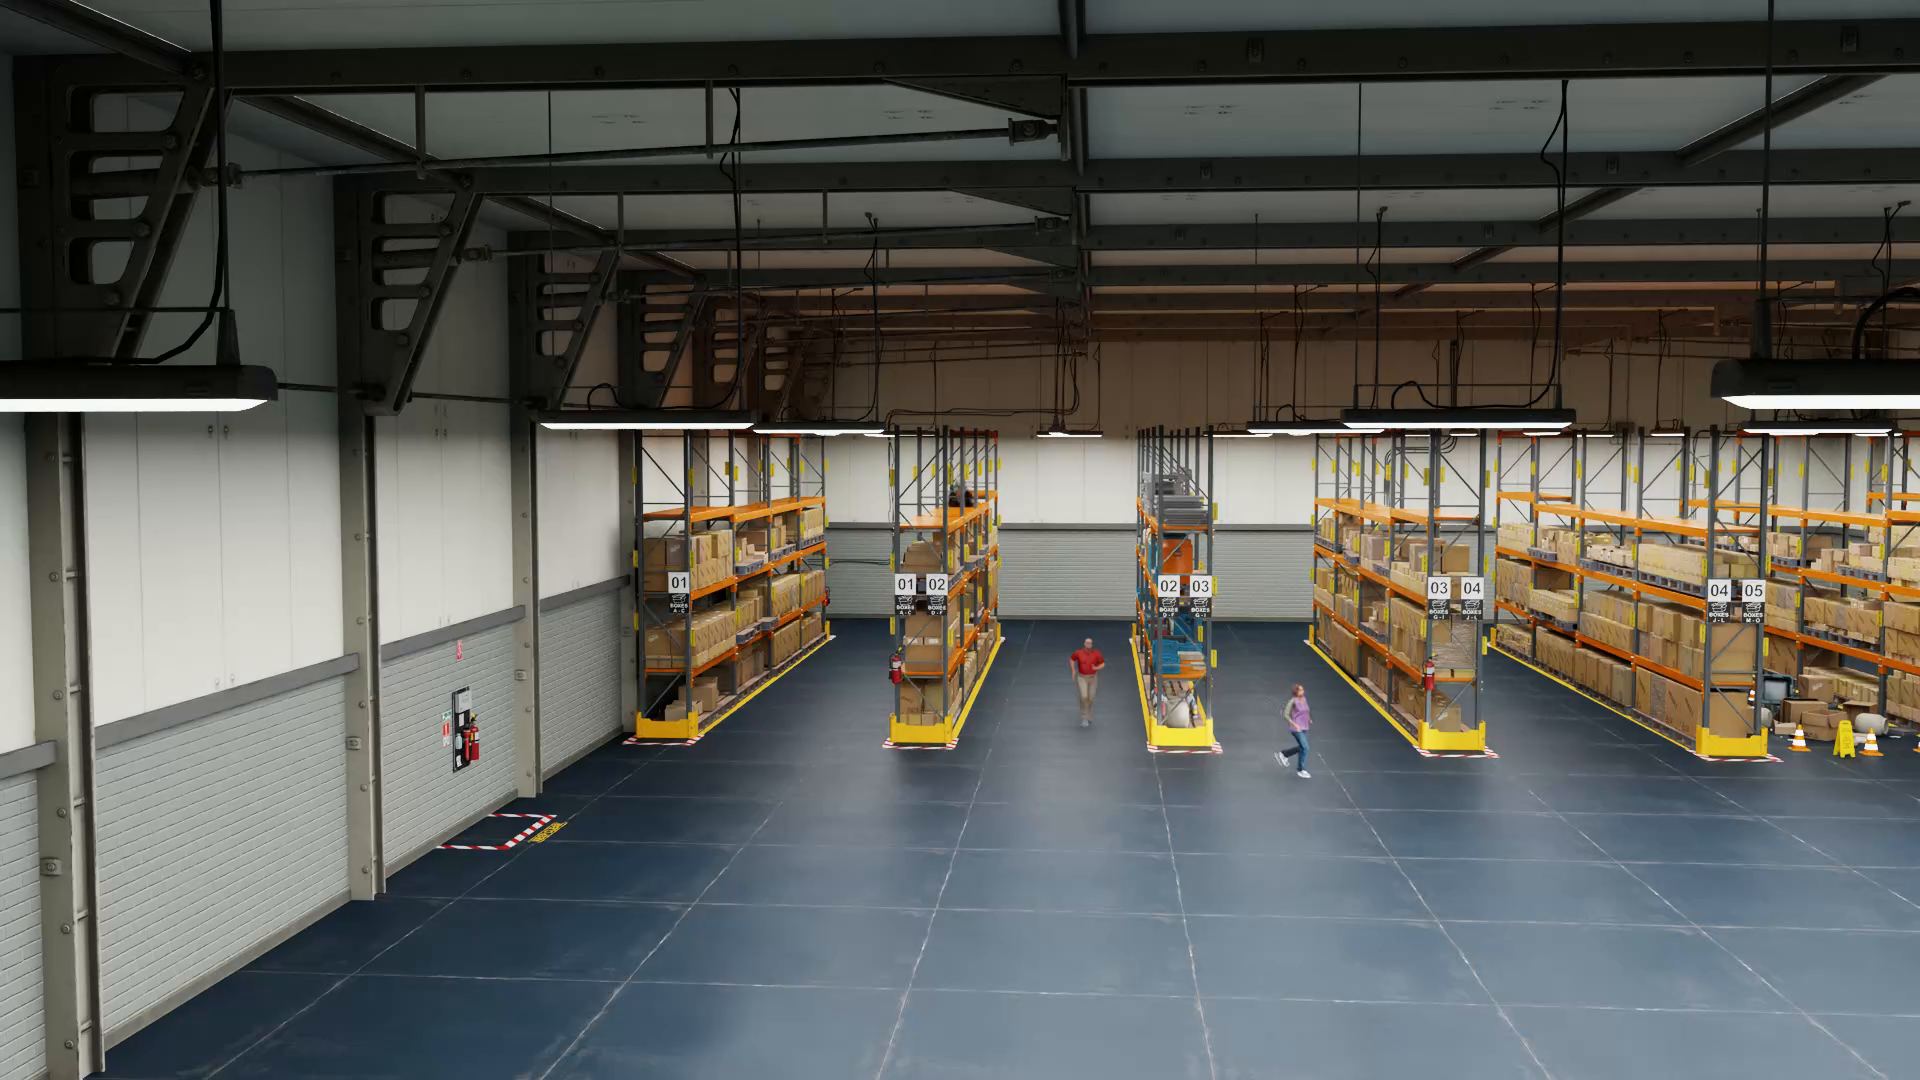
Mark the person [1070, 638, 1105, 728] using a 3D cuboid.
[{"bbox_3d":[2.577,2.832,33.442,0.665,1.746,0.899,0,3,-6],"label":"person"}]

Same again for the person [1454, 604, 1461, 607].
[{"bbox_3d":[13.385,2.187,44.645,0.649,1.729,0.554,0,3,5],"label":"person"}]

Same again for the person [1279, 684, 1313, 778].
[{"bbox_3d":[5.734,3.240,28.418,0.624,1.582,0.535,3,5,45],"label":"person"}]
